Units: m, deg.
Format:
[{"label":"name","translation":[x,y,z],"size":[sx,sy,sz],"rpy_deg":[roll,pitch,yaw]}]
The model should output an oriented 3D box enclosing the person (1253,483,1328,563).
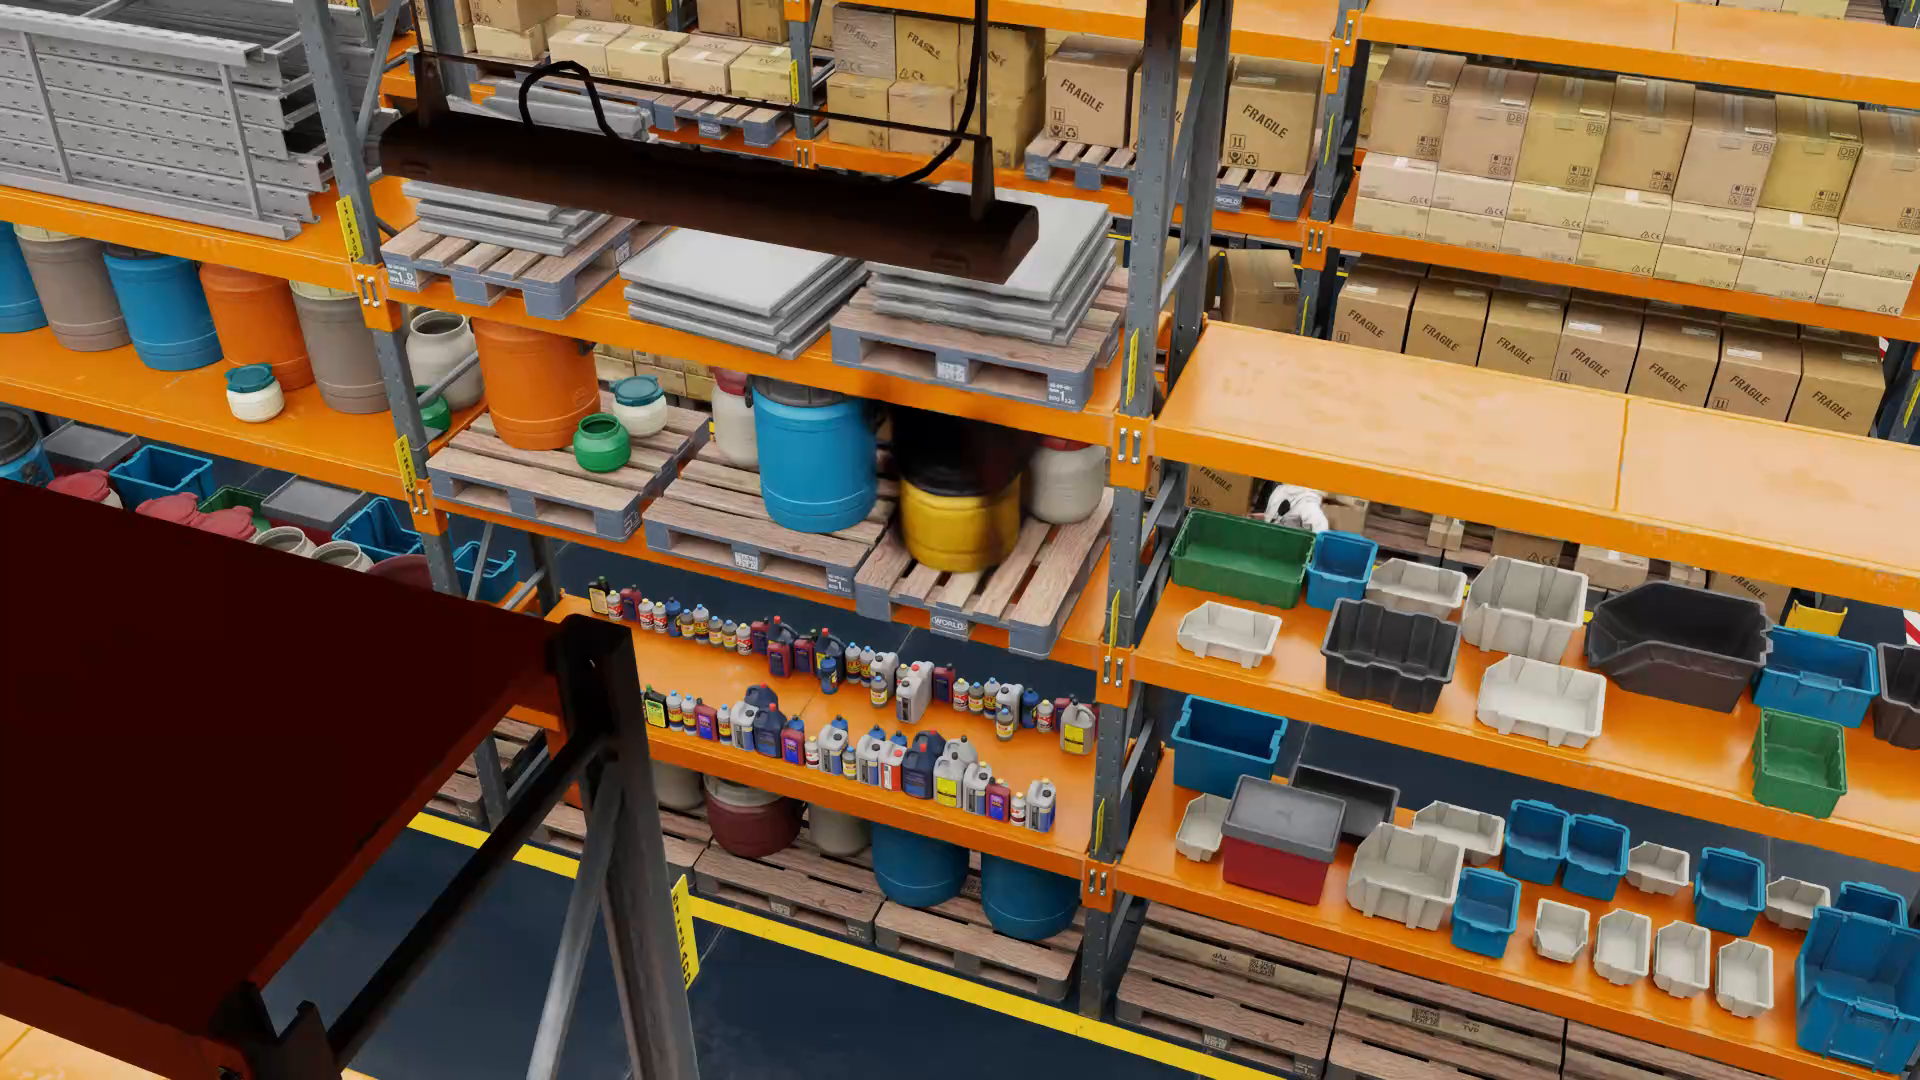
[{"label":"person","translation":[2.280,0.093,11.321],"size":[0.752,1.766,0.663],"rpy_deg":[4,37,6]}]
